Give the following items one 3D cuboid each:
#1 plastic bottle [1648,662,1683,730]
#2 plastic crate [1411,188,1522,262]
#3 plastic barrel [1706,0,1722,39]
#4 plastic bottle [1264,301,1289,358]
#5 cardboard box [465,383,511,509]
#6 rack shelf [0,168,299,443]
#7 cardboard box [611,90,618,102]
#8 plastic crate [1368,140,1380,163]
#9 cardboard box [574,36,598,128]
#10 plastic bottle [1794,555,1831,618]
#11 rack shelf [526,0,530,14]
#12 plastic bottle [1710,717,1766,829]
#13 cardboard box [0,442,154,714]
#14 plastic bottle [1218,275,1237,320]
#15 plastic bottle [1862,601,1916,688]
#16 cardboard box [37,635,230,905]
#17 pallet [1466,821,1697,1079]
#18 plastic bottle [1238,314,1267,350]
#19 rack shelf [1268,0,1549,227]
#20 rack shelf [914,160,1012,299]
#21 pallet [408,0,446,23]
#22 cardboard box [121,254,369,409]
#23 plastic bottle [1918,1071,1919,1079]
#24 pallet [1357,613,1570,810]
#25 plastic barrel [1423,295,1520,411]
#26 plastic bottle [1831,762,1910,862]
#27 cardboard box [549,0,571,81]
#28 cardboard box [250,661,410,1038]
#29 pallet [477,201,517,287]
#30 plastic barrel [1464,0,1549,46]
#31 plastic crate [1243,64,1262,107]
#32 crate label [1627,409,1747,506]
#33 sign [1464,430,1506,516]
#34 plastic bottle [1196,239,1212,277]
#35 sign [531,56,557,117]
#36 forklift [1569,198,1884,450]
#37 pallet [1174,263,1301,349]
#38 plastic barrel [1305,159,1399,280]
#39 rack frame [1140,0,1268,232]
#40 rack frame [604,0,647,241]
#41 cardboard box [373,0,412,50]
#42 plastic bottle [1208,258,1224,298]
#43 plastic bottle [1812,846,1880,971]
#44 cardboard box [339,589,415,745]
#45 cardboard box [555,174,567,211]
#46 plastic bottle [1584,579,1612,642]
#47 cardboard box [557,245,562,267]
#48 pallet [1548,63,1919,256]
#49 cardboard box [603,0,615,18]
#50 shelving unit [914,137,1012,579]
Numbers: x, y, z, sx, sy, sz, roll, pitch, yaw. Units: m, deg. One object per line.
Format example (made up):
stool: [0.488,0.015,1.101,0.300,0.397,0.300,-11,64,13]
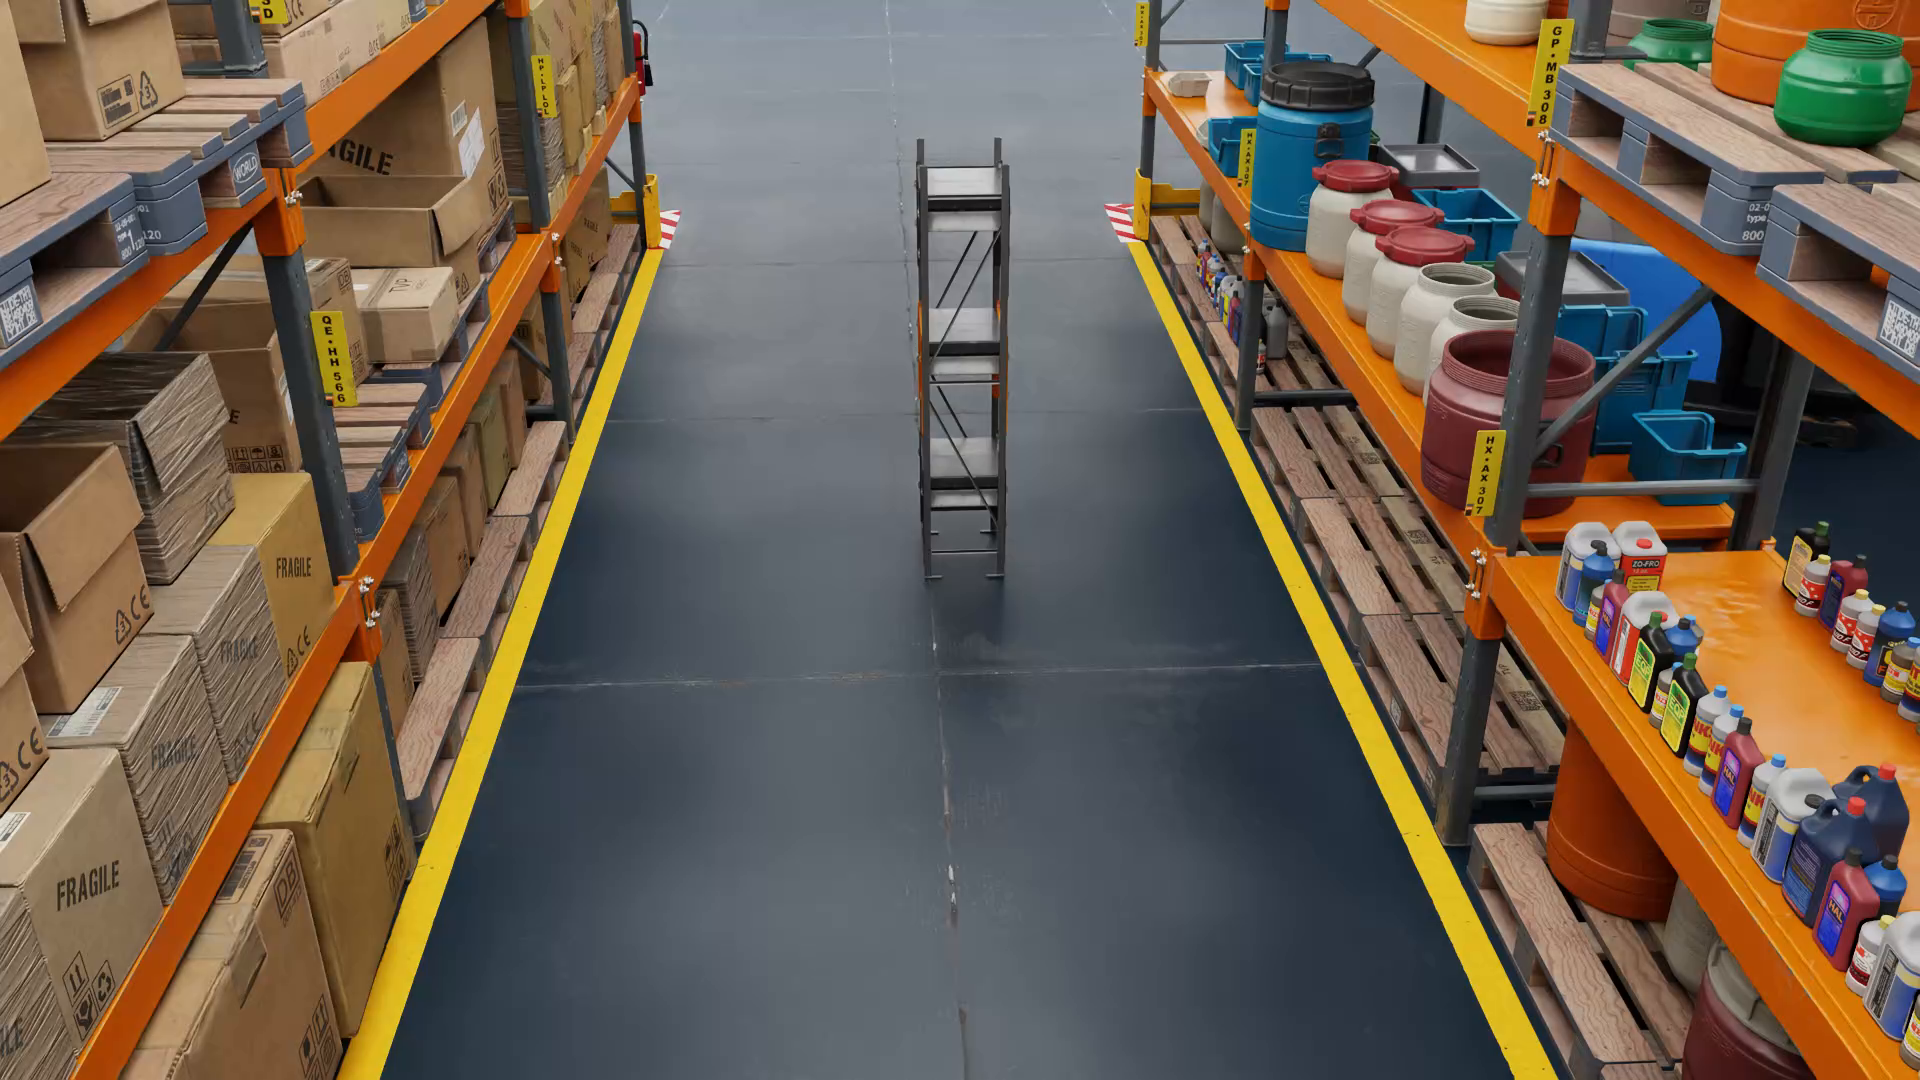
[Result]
plastic bottle: [2.081,0.452,4.855,0.097,0.201,0.097,0,28,0]
plastic crate: [2.531,-1.512,8.423,0.392,0.384,0.575,-1,28,-3]
plastic barrel: [2.661,-1.704,5.409,0.421,0.512,0.421,0,28,0]
plastic bottle: [1.985,-1.335,10.456,0.144,0.351,0.185,-1,28,-3]
cardboard box: [-2.767,-0.483,8.660,0.700,0.500,0.500,-2,28,-3]
rack shelf: [-2.470,-0.141,3.312,1.077,0.370,4.000,-1,28,-3]
cardboard box: [-2.694,-3.281,12.069,0.380,0.149,0.250,-1,28,-3]
plastic crate: [2.262,-2.238,9.865,0.767,0.338,0.504,-1,28,-3]
cardboard box: [-2.848,-2.979,10.788,0.875,0.500,0.500,-1,28,-3]
plastic bottle: [2.807,0.145,5.444,0.097,0.201,0.097,0,28,0]
rack shelf: [-2.888,-3.836,10.395,1.077,0.370,4.000,-1,28,-3]
plastic bottle: [2.086,0.620,4.443,0.061,0.283,0.133,-1,28,-3]
cardboard box: [-2.521,0.096,4.130,0.797,0.503,0.637,-1,28,-1]
plastic bottle: [1.810,-1.612,11.066,0.152,0.276,0.135,-1,28,-2]
plastic bottle: [2.829,0.310,5.051,0.097,0.271,0.097,0,28,0]
cardboard box: [-2.251,0.594,4.260,0.500,0.500,0.500,-2,28,-4]
pallet: [2.454,1.426,5.788,1.003,0.211,1.213,-1,28,-3]
plastic bottle: [1.841,-1.332,10.449,0.144,0.351,0.185,-2,28,-4]
rack shelf: [2.267,-2.108,7.083,1.077,0.370,4.000,-1,28,-3]
rack shelf: [0.009,-1.463,7.800,0.431,0.518,0.480,-1,28,-3]
pallet: [-2.800,-2.382,7.032,1.213,0.211,1.003,-1,28,-3]
cardboard box: [-2.772,-0.788,6.456,0.700,0.500,0.500,3,28,5]
plastic bottle: [2.185,1.091,3.549,0.152,0.276,0.135,-1,28,-3]
pallet: [2.370,0.704,7.172,1.003,0.211,1.213,-1,28,-3]
plastic barrel: [2.105,-0.693,6.714,0.421,0.512,0.421,0,28,0]
plastic bottle: [2.293,0.704,4.209,0.144,0.351,0.185,-1,28,-3]
cardboard box: [-2.581,-2.966,9.682,0.500,0.500,0.500,-1,28,-3]
cardboard box: [-2.559,1.021,5.392,1.225,0.875,0.875,-3,28,-5]
pallet: [-2.889,-1.460,8.513,1.003,0.211,1.213,-1,28,-3]
plastic barrel: [2.072,-2.024,6.293,0.301,0.262,0.301,0,28,0]
plastic crate: [2.307,-3.278,11.953,0.499,0.251,0.408,-1,28,-3]
crate label: [2.724,-0.303,6.268,0.303,0.233,0.416,-1,28,-3]
sign: [1.823,-0.230,5.770,0.100,0.325,0.005,-1,28,-3]
plastic bottle: [1.737,-2.009,11.832,0.097,0.271,0.097,0,28,0]
sign: [-2.229,-2.430,8.913,0.100,0.325,0.005,-1,28,-3]
forklift: [5.086,-2.106,9.619,3.031,2.935,1.130,10,29,18]
pallet: [2.103,-1.660,11.705,1.003,0.211,1.213,-1,28,-3]
plastic barrel: [1.994,-1.634,8.492,0.433,0.535,0.433,0,28,0]
rack frame: [1.954,-3.868,12.923,1.000,3.000,0.127,-1,28,-3]
rack frame: [-2.992,-3.749,12.694,1.000,3.000,0.127,-1,28,-3]
cardboard box: [-2.408,-2.015,6.288,0.500,0.250,0.500,-1,28,-2]
plastic bottle: [1.760,-1.804,11.440,0.097,0.271,0.097,0,28,0]
plastic bottle: [2.115,0.874,3.956,0.061,0.283,0.133,-1,28,-3]
cardboard box: [-2.630,0.550,6.679,0.700,0.500,0.500,-3,28,-5]
cardboard box: [-2.494,-2.012,9.636,0.380,0.149,0.250,-1,28,-3]
plastic bottle: [2.055,0.221,5.297,0.097,0.201,0.097,0,28,0]
cardboard box: [-2.913,-1.714,11.042,0.500,0.500,0.500,-4,28,-7]
pallet: [2.314,-1.064,4.508,1.003,0.211,1.213,-1,28,-3]
cardboard box: [-2.685,-3.889,11.452,0.500,0.500,0.500,-1,28,-3]
shelving unit: [0.009,-0.855,8.118,0.431,2.100,0.503,-1,28,-3]
